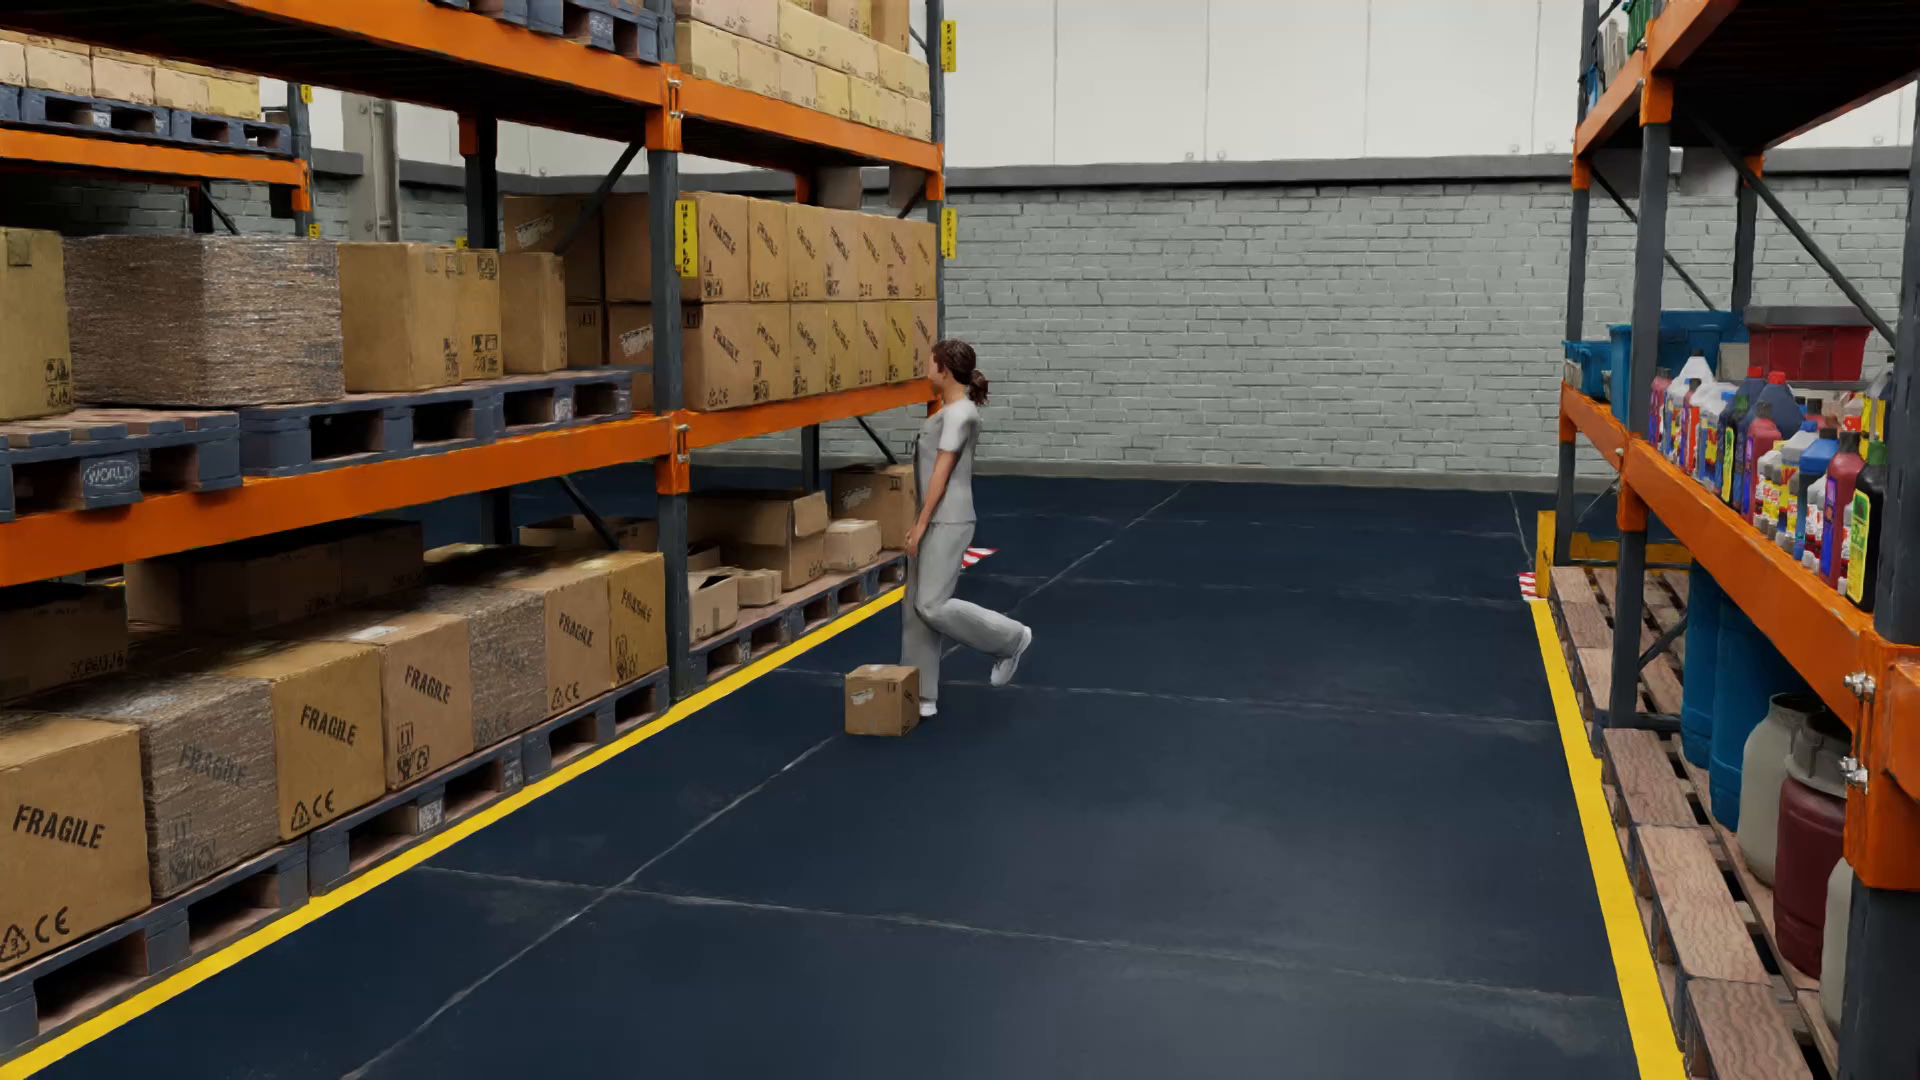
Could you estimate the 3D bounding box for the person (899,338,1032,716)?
[{"bbox_3d":[-0.059,-0.060,7.335,0.740,1.647,0.488,-2,9,-11],"label":"person"}]
